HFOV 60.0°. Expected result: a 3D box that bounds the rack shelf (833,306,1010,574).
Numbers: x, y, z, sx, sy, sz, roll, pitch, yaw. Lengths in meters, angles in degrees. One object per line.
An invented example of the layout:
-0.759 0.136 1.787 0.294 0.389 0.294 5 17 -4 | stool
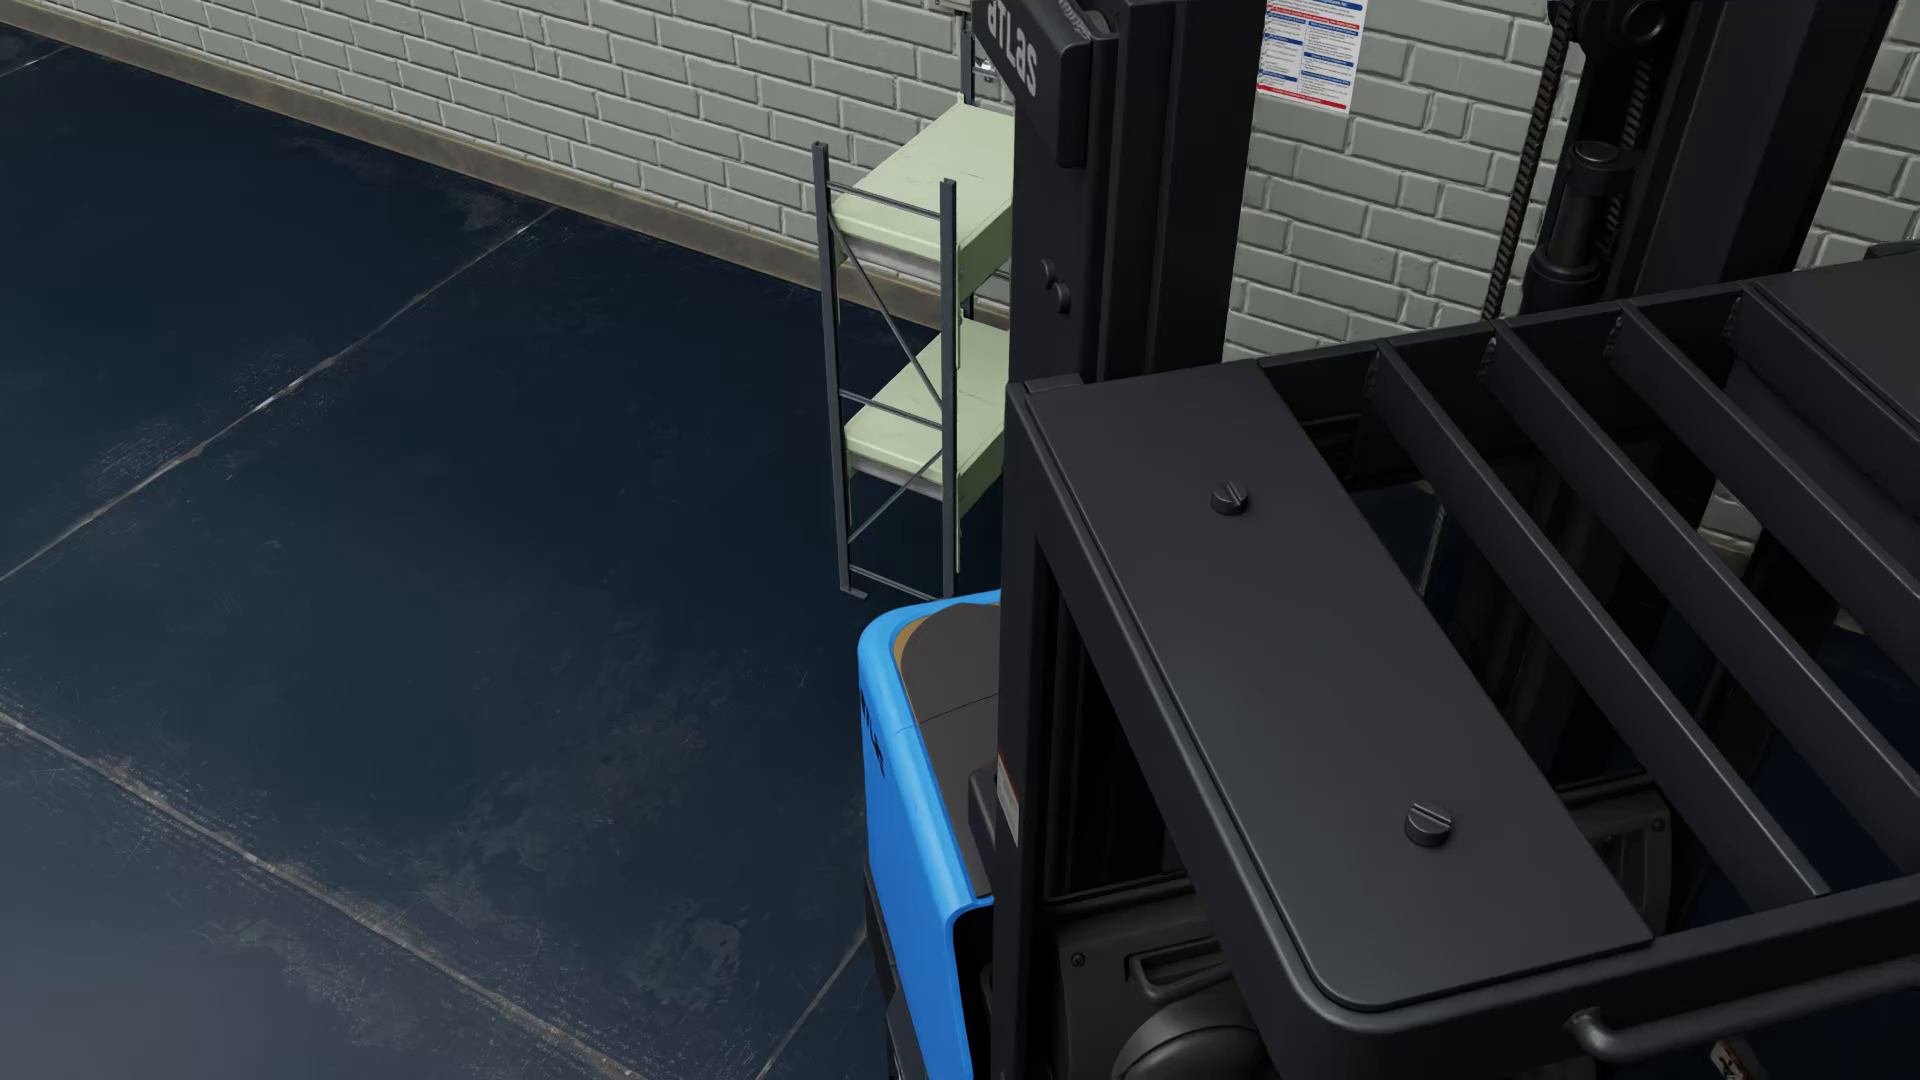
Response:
-0.003 -0.314 4.965 0.431 0.370 0.720 21 45 22 | rack shelf

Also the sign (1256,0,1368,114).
0.987 -1.476 4.729 0.329 0.494 0.001 21 45 22 | sign

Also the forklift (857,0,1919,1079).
0.647 0.717 2.218 1.130 2.935 3.031 -10 42 -11 | forklift

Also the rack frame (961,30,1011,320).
0.180 -0.768 4.988 0.400 1.500 0.023 21 45 22 | rack frame

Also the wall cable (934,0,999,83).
-0.056 -2.254 4.771 0.588 1.984 0.122 21 45 22 | wall cable

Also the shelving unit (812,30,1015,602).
-0.003 -0.559 4.750 0.431 1.500 0.755 21 45 22 | shelving unit

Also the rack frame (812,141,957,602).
-0.186 -0.350 4.512 0.400 1.500 0.023 21 45 22 | rack frame

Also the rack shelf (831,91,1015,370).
-0.003 -0.852 4.492 0.431 0.370 0.720 21 45 22 | rack shelf
